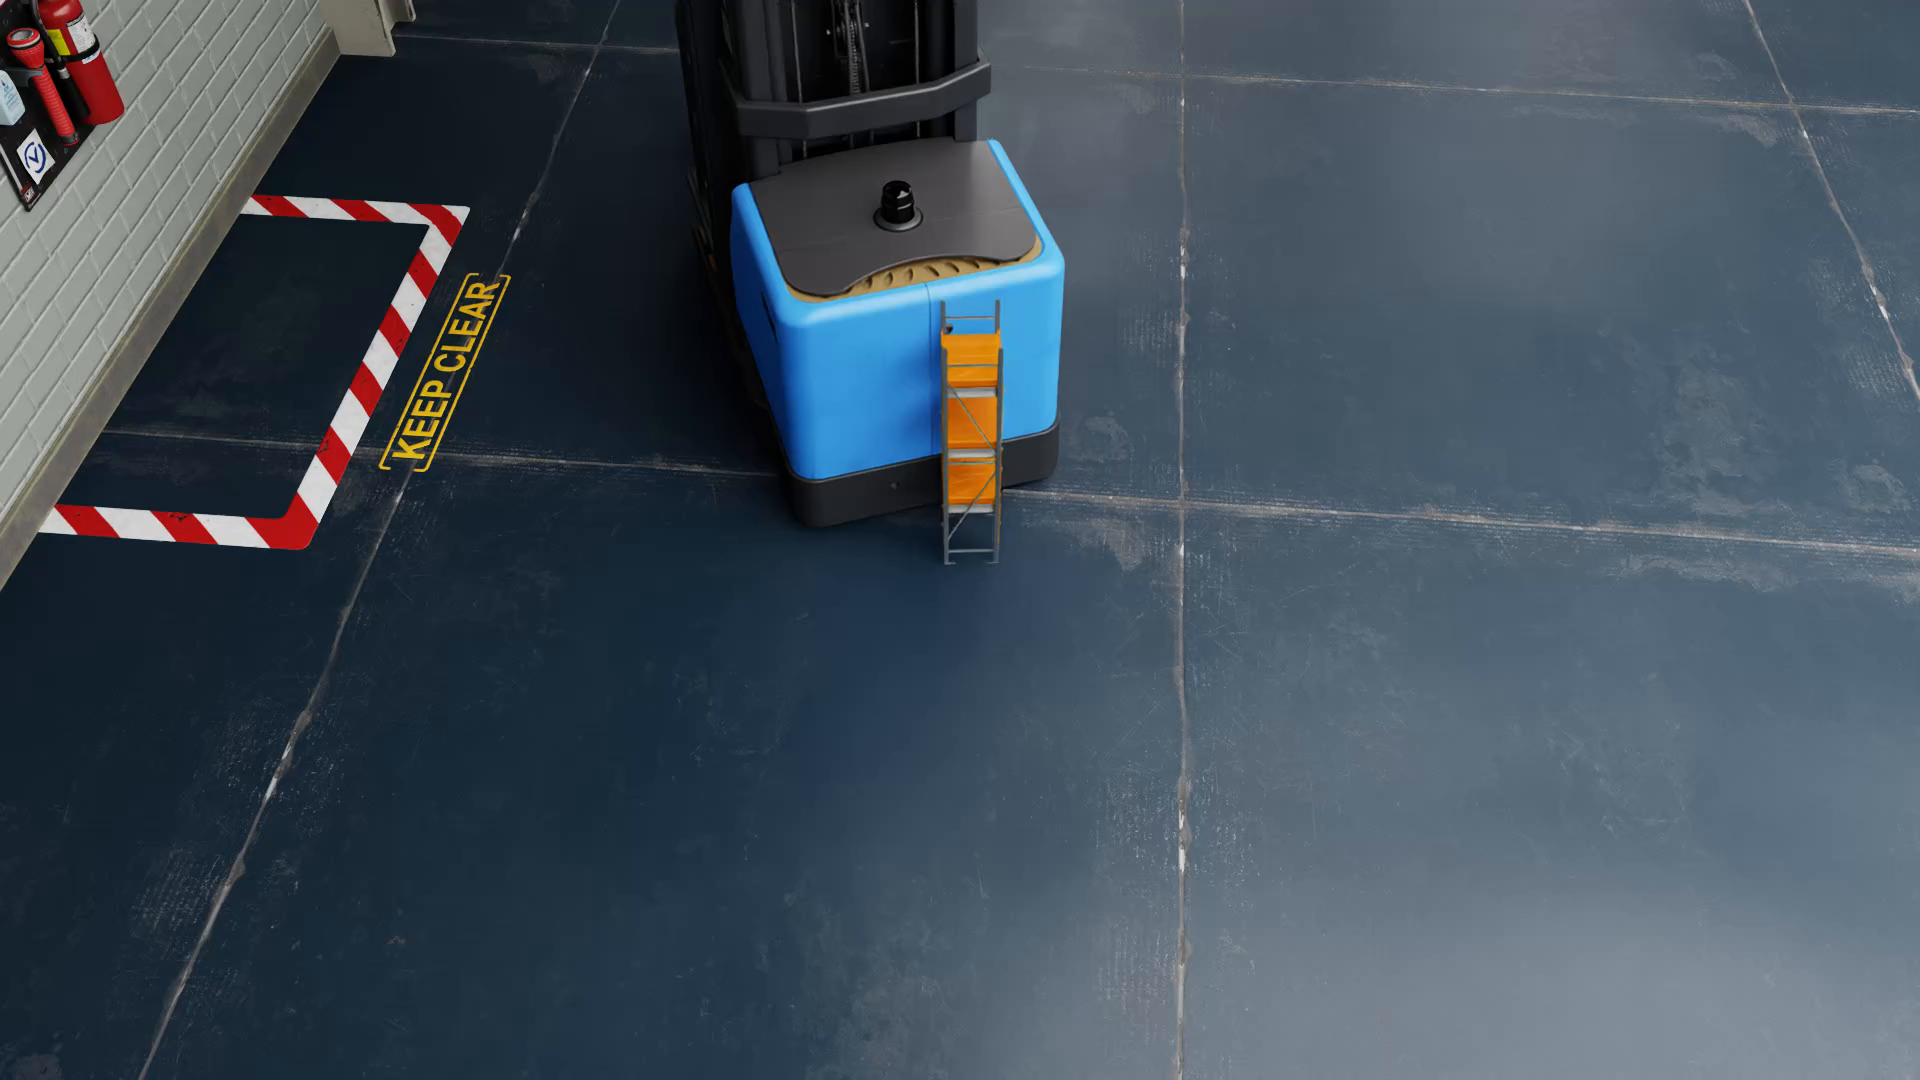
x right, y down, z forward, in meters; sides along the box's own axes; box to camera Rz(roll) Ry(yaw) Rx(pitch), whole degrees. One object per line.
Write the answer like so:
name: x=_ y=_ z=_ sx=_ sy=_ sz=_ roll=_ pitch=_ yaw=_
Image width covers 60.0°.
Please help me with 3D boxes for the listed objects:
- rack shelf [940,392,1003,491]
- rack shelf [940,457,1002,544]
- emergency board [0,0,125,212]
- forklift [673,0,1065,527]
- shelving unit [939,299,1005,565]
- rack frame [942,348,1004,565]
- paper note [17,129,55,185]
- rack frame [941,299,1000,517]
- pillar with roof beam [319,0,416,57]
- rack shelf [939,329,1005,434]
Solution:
rack shelf: x=0.038 y=-0.349 z=5.872 sx=0.215 sy=0.259 sz=0.240 roll=-1 pitch=48 yaw=-1
rack shelf: x=0.038 y=-0.161 z=6.077 sx=0.215 sy=0.259 sz=0.240 roll=-1 pitch=48 yaw=-1
emergency board: x=-3.305 y=-1.830 z=5.891 sx=0.194 sy=1.169 sz=0.643 roll=4 pitch=48 yaw=4
forklift: x=-0.543 y=-2.150 z=6.230 sx=1.130 sy=2.935 sz=3.031 roll=-13 pitch=49 yaw=-11
shelving unit: x=0.038 y=-0.356 z=5.864 sx=0.215 sy=1.050 sz=0.252 roll=-1 pitch=48 yaw=-1
rack frame: x=0.041 y=-0.266 z=5.782 sx=0.200 sy=1.050 sz=0.008 roll=-1 pitch=48 yaw=-1
paper note: x=-3.390 y=-1.408 z=6.102 sx=0.016 sy=0.148 sz=0.142 roll=4 pitch=48 yaw=4
rack frame: x=0.035 y=-0.446 z=5.946 sx=0.200 sy=1.050 sz=0.008 roll=-1 pitch=48 yaw=-1
pillar with roof beam: x=1.246 y=-5.379 z=5.071 sx=9.100 sy=9.000 sz=0.400 roll=4 pitch=48 yaw=4
rack shelf: x=0.038 y=-0.540 z=5.662 sx=0.215 sy=0.259 sz=0.240 roll=-1 pitch=48 yaw=-1
